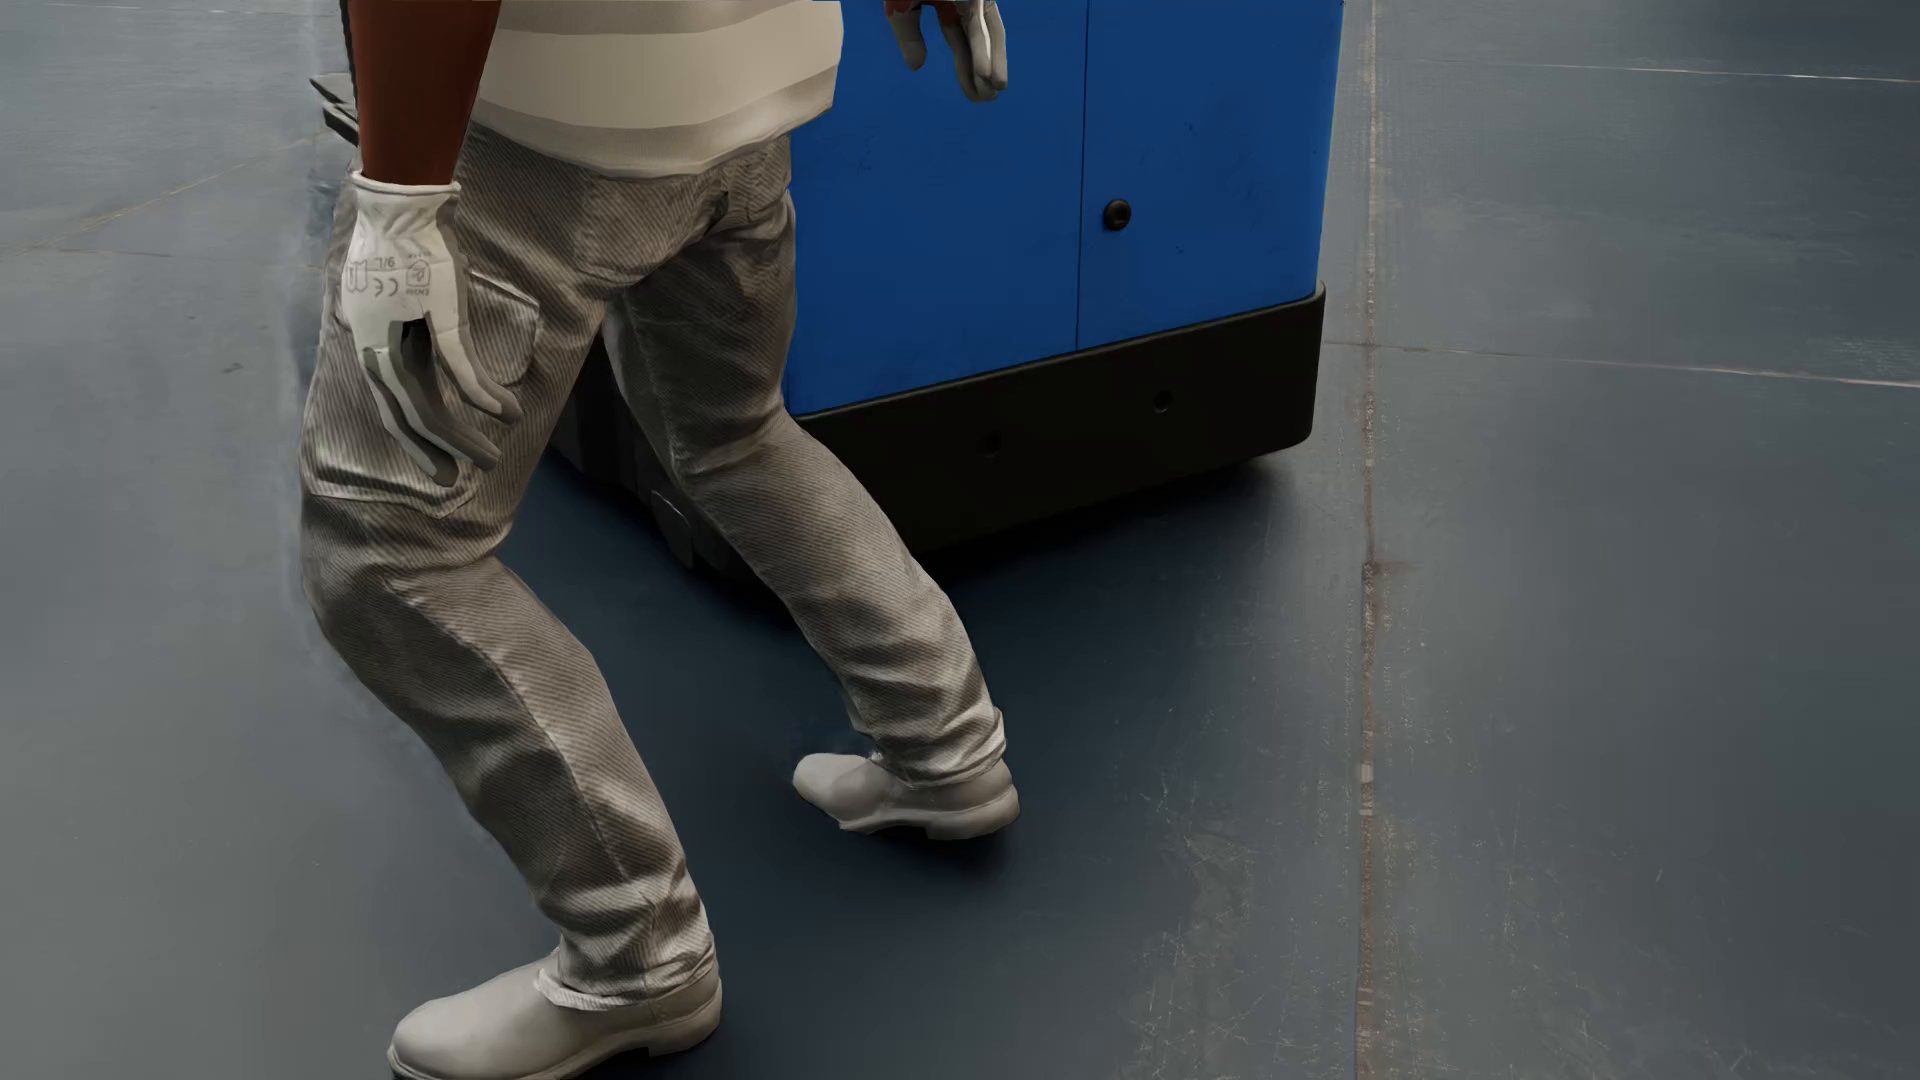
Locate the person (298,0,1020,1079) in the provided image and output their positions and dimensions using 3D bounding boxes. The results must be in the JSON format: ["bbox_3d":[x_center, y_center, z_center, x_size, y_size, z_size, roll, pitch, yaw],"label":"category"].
[{"bbox_3d":[-0.214,-0.406,1.446,0.499,1.730,0.889,12,29,22],"label":"person"}]

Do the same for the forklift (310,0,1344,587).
[{"bbox_3d":[-0.645,-1.864,2.941,1.130,2.935,3.031,-16,31,-29],"label":"forklift"}]
